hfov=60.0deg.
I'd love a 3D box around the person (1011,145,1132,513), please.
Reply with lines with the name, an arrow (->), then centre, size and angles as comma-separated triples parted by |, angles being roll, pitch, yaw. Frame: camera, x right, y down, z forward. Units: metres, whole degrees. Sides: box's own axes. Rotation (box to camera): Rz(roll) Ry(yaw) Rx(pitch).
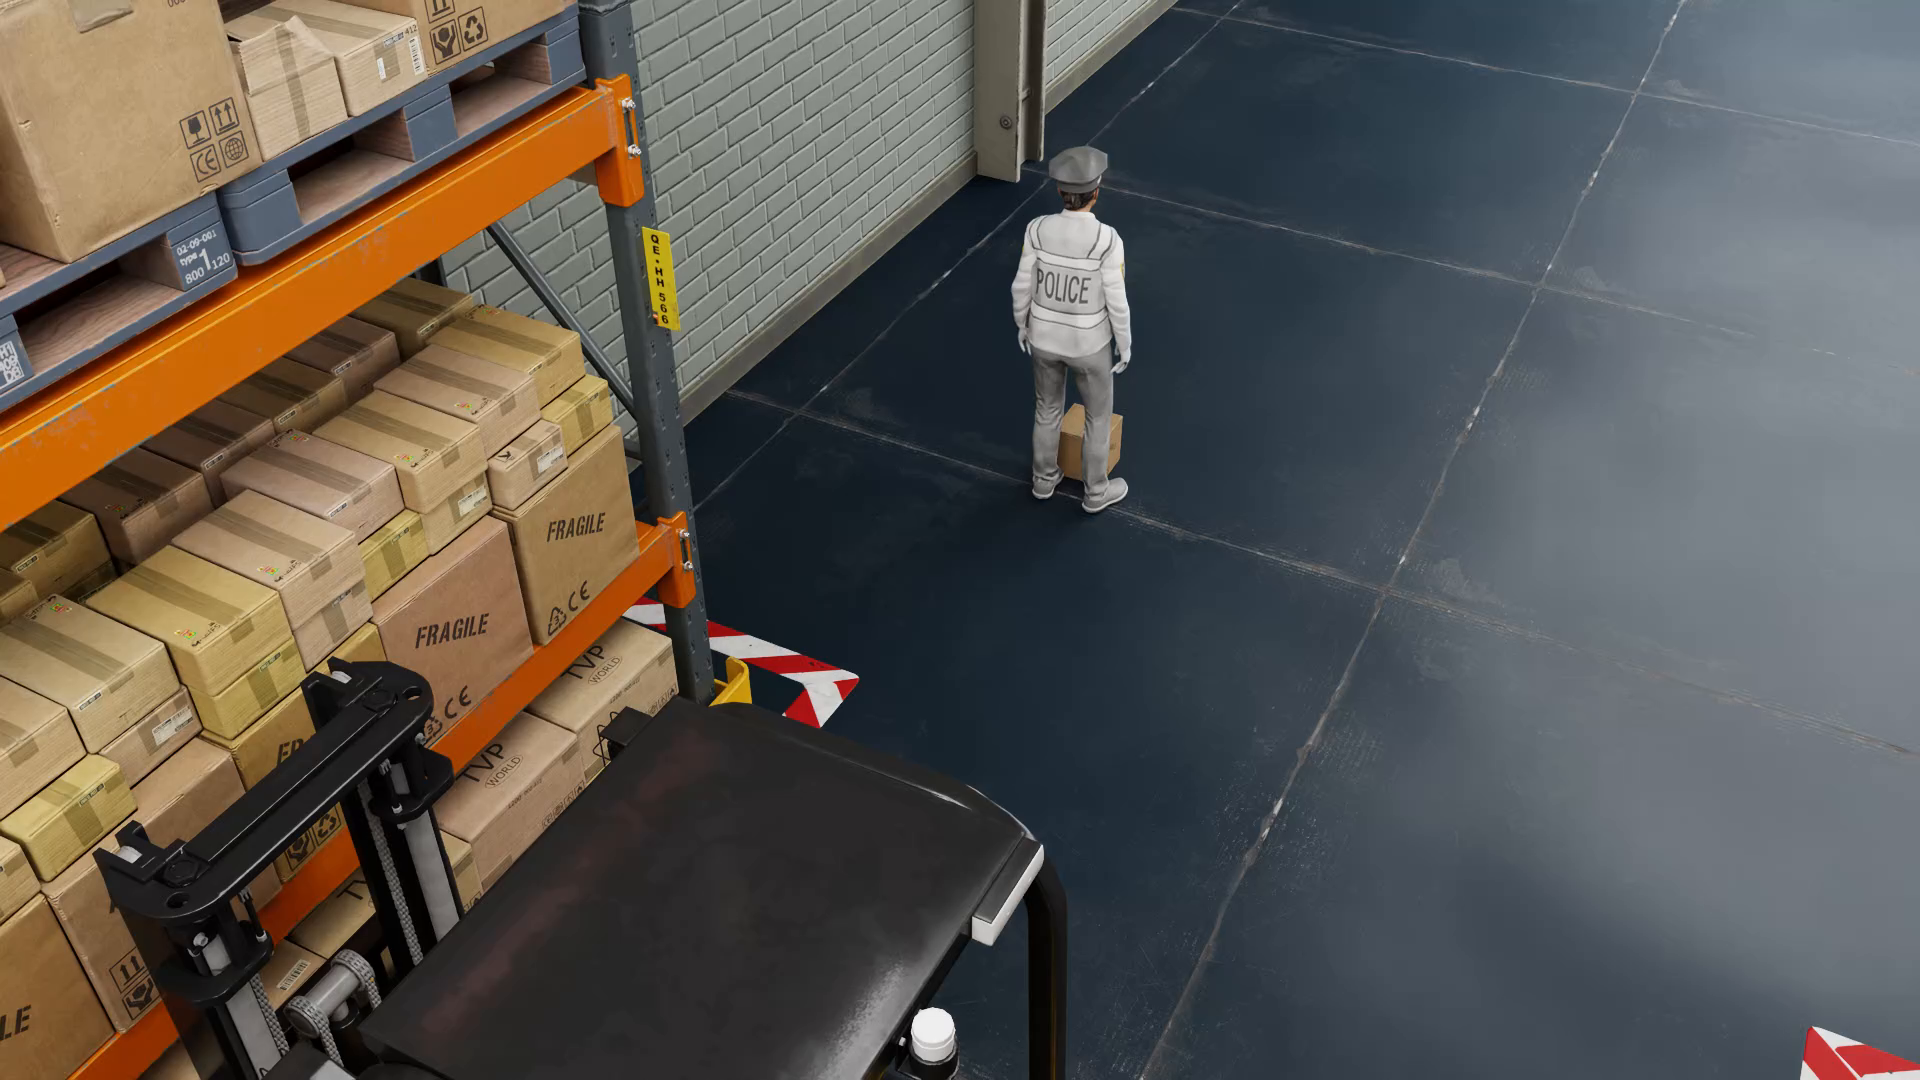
person -> 0.489, -0.877, 7.262 | 0.547, 1.667, 0.370 | 16, 41, 19
